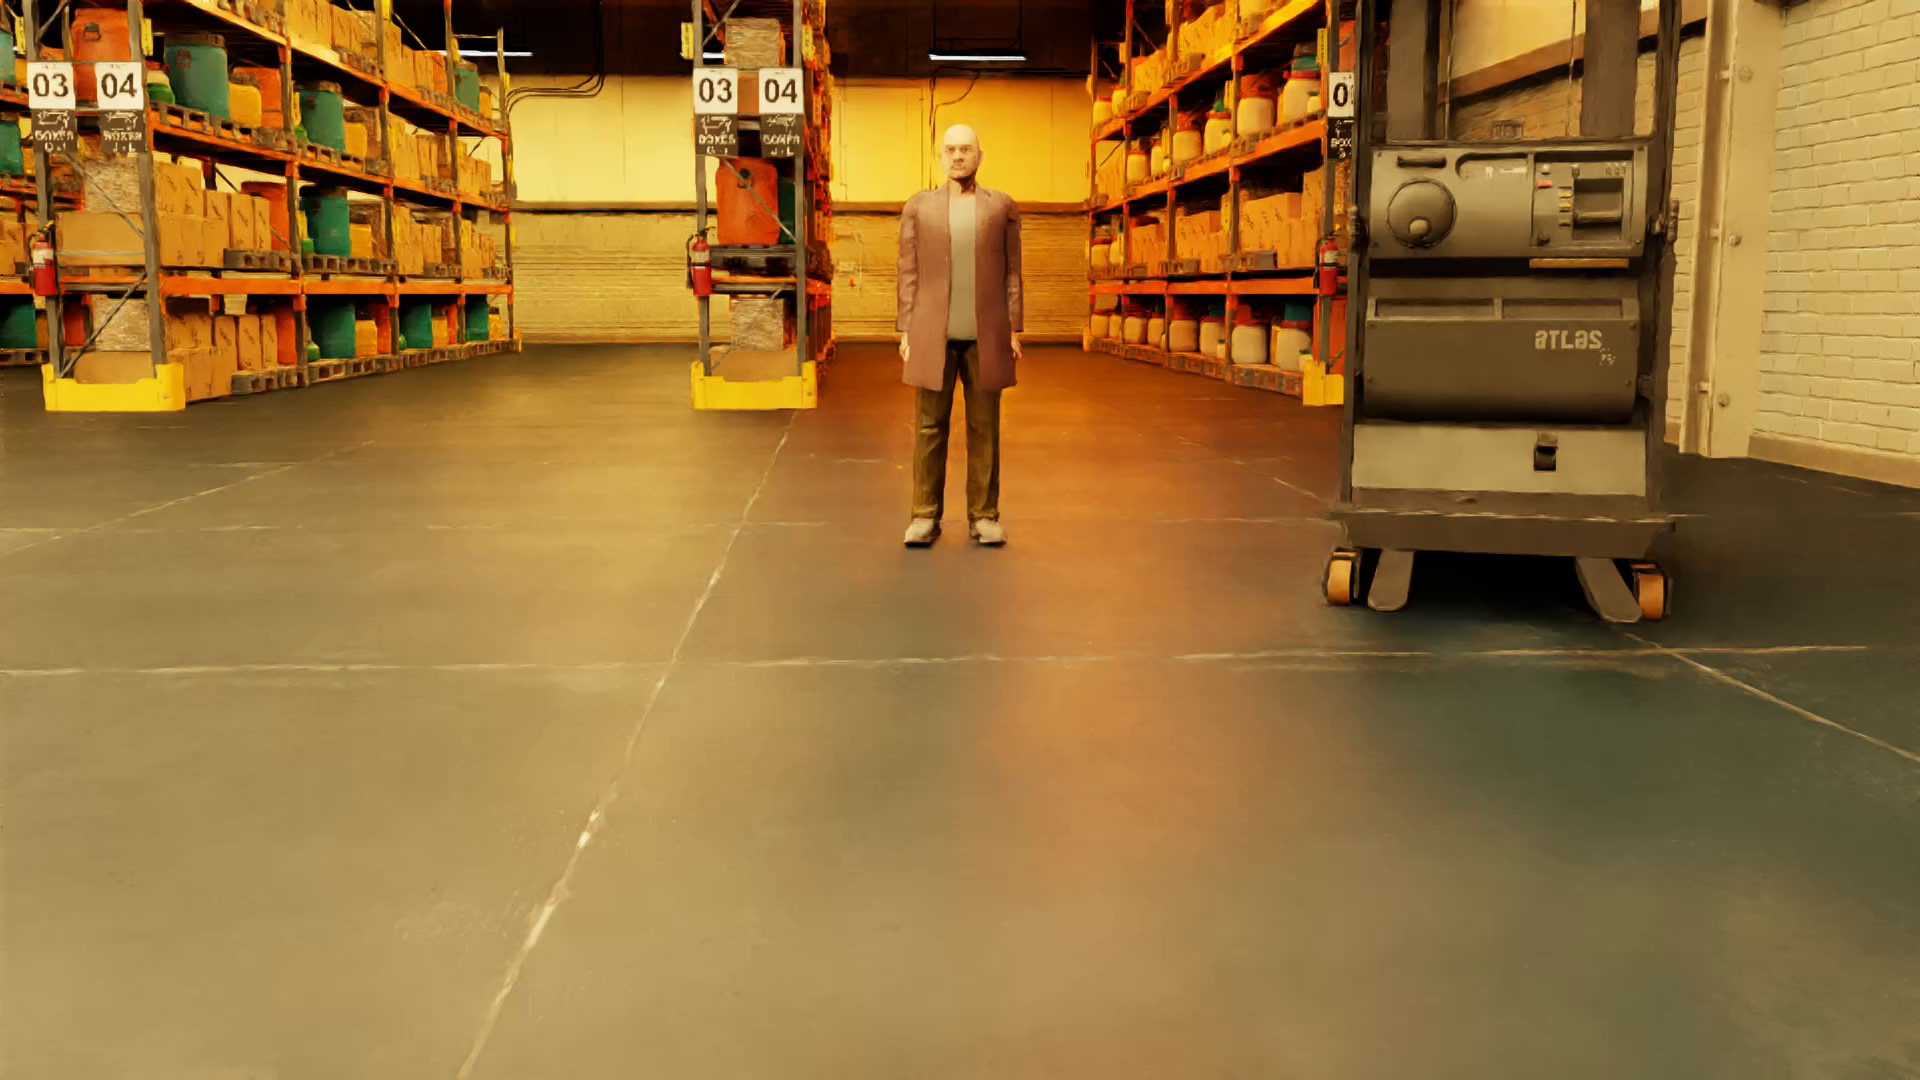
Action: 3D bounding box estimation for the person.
[{"bbox_3d":[0.004,-0.878,7.153,0.558,1.783,0.377,-1,8,-4],"label":"person"}]

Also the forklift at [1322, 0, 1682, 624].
[{"bbox_3d":[1.881,-1.243,5.700,1.130,2.935,3.031,2,9,16],"label":"forklift"}]
